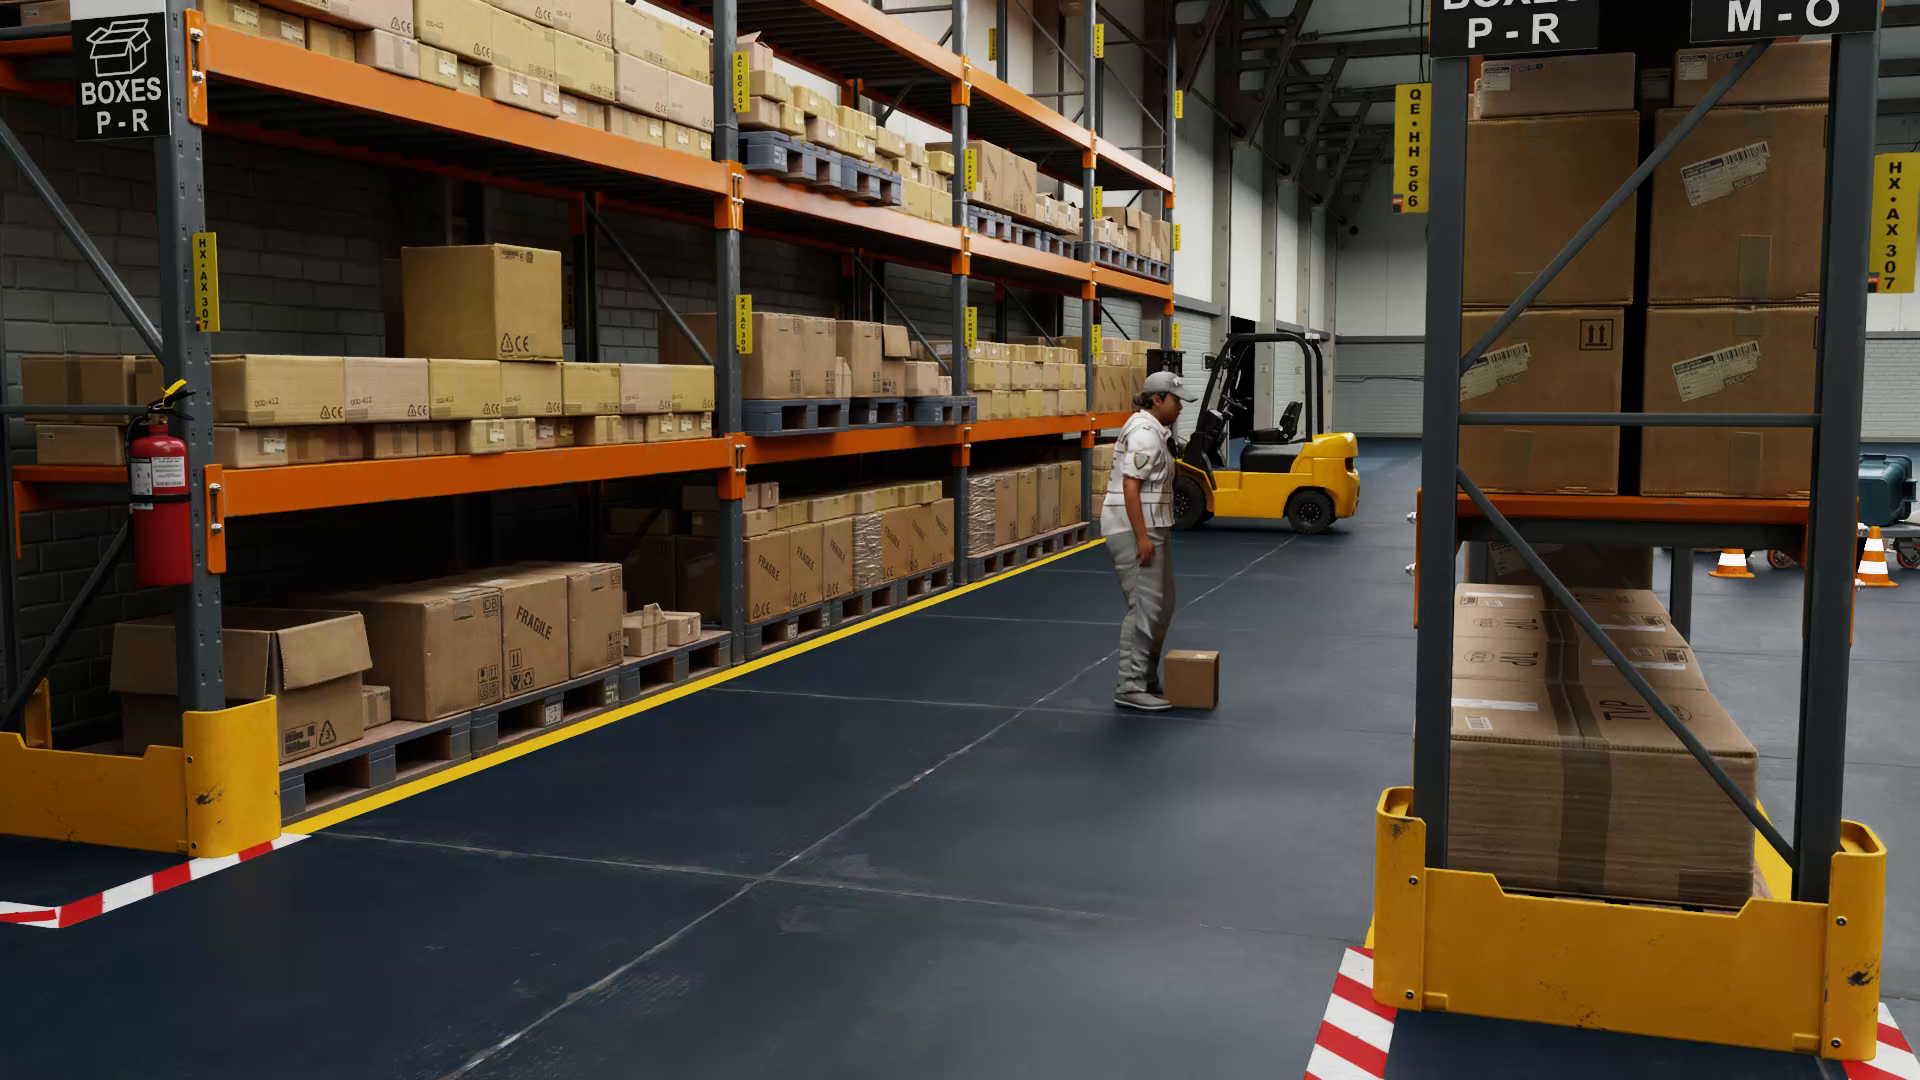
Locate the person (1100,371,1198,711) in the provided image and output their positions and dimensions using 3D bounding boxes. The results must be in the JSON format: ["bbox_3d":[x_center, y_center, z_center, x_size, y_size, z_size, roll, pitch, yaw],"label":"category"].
[{"bbox_3d":[0.948,-0.012,8.346,0.467,1.665,0.555,1,6,15],"label":"person"}]
